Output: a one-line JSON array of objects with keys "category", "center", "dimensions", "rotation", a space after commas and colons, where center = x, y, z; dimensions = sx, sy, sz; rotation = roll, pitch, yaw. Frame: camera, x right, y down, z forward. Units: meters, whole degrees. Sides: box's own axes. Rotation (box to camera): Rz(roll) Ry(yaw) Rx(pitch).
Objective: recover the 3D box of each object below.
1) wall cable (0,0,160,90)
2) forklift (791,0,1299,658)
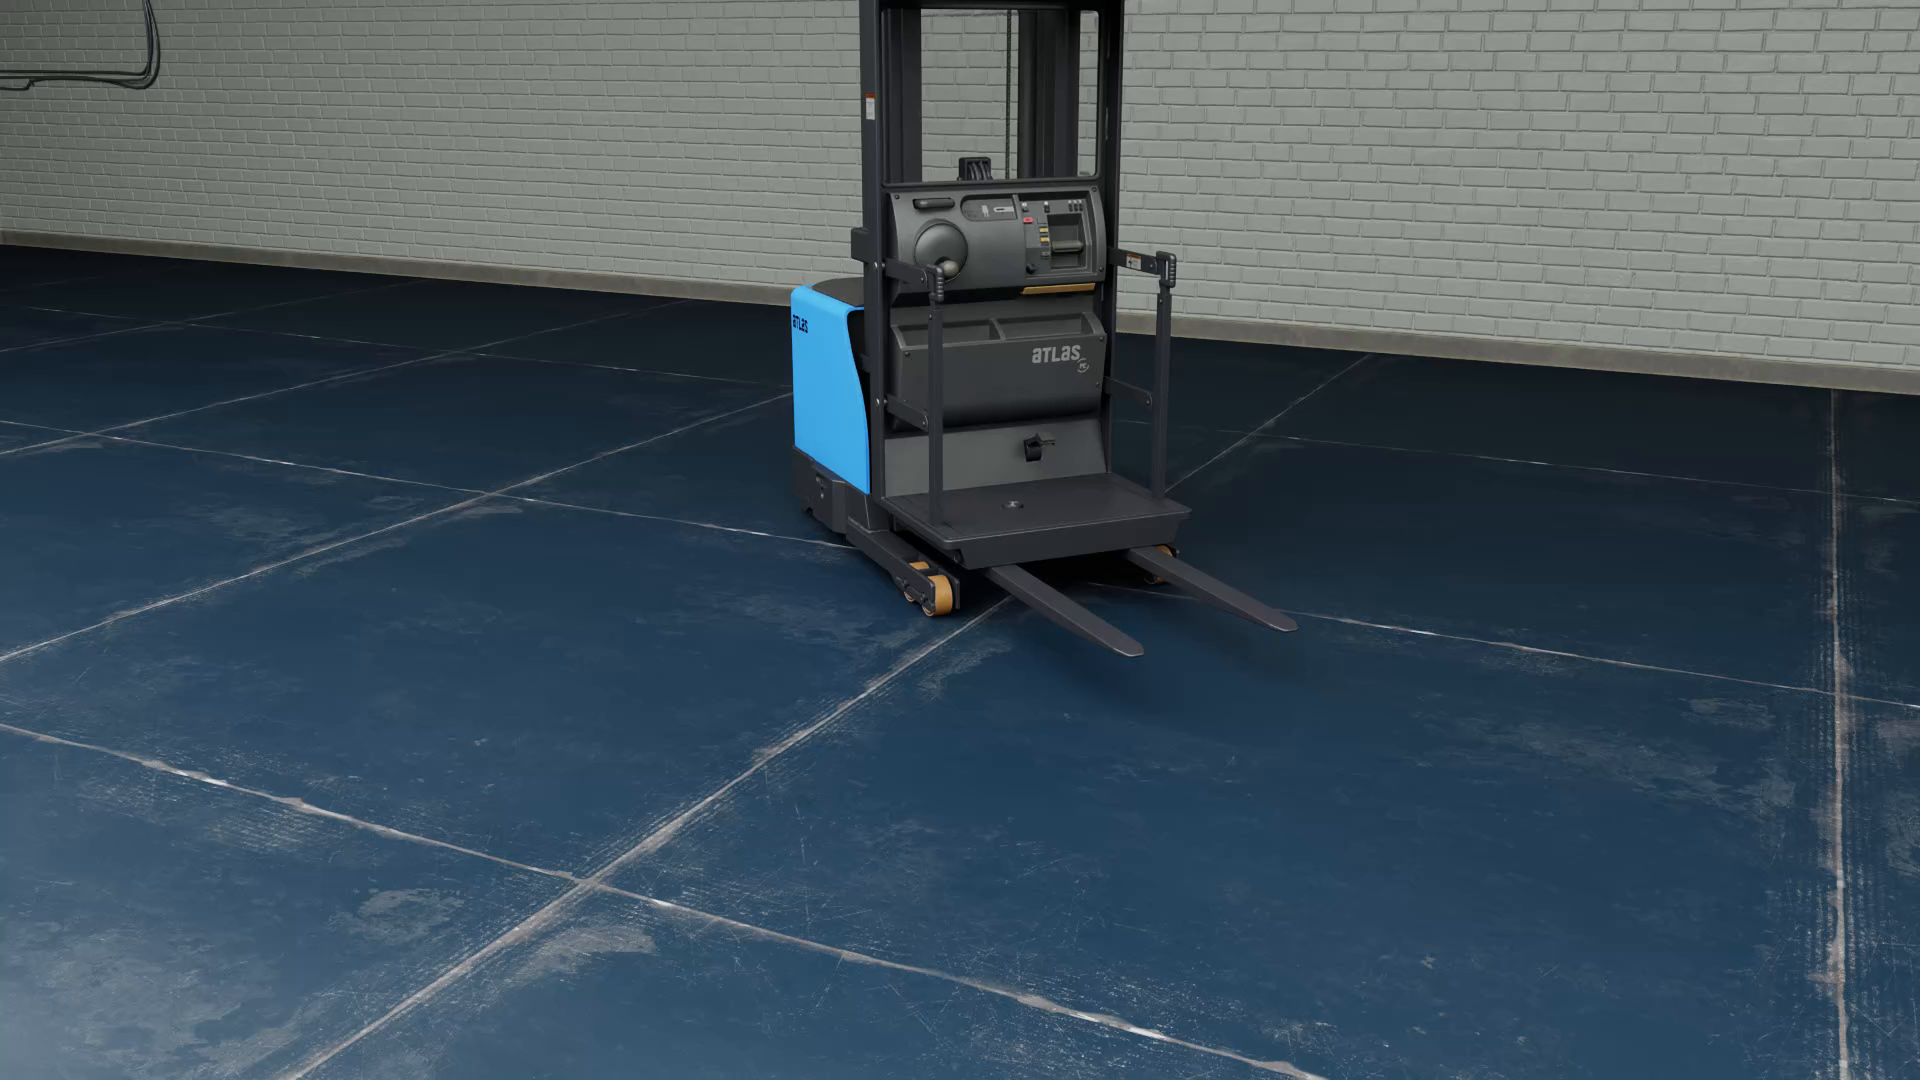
[{"category": "wall cable", "center": [-9.522, -5.969, 17.270], "dimensions": [3.097, 2.526, 0.112], "rotation": [8, 18, 25]}, {"category": "forklift", "center": [0.252, -1.242, 6.560], "dimensions": [1.130, 2.935, 3.031], "rotation": [-7, 18, -23]}]
